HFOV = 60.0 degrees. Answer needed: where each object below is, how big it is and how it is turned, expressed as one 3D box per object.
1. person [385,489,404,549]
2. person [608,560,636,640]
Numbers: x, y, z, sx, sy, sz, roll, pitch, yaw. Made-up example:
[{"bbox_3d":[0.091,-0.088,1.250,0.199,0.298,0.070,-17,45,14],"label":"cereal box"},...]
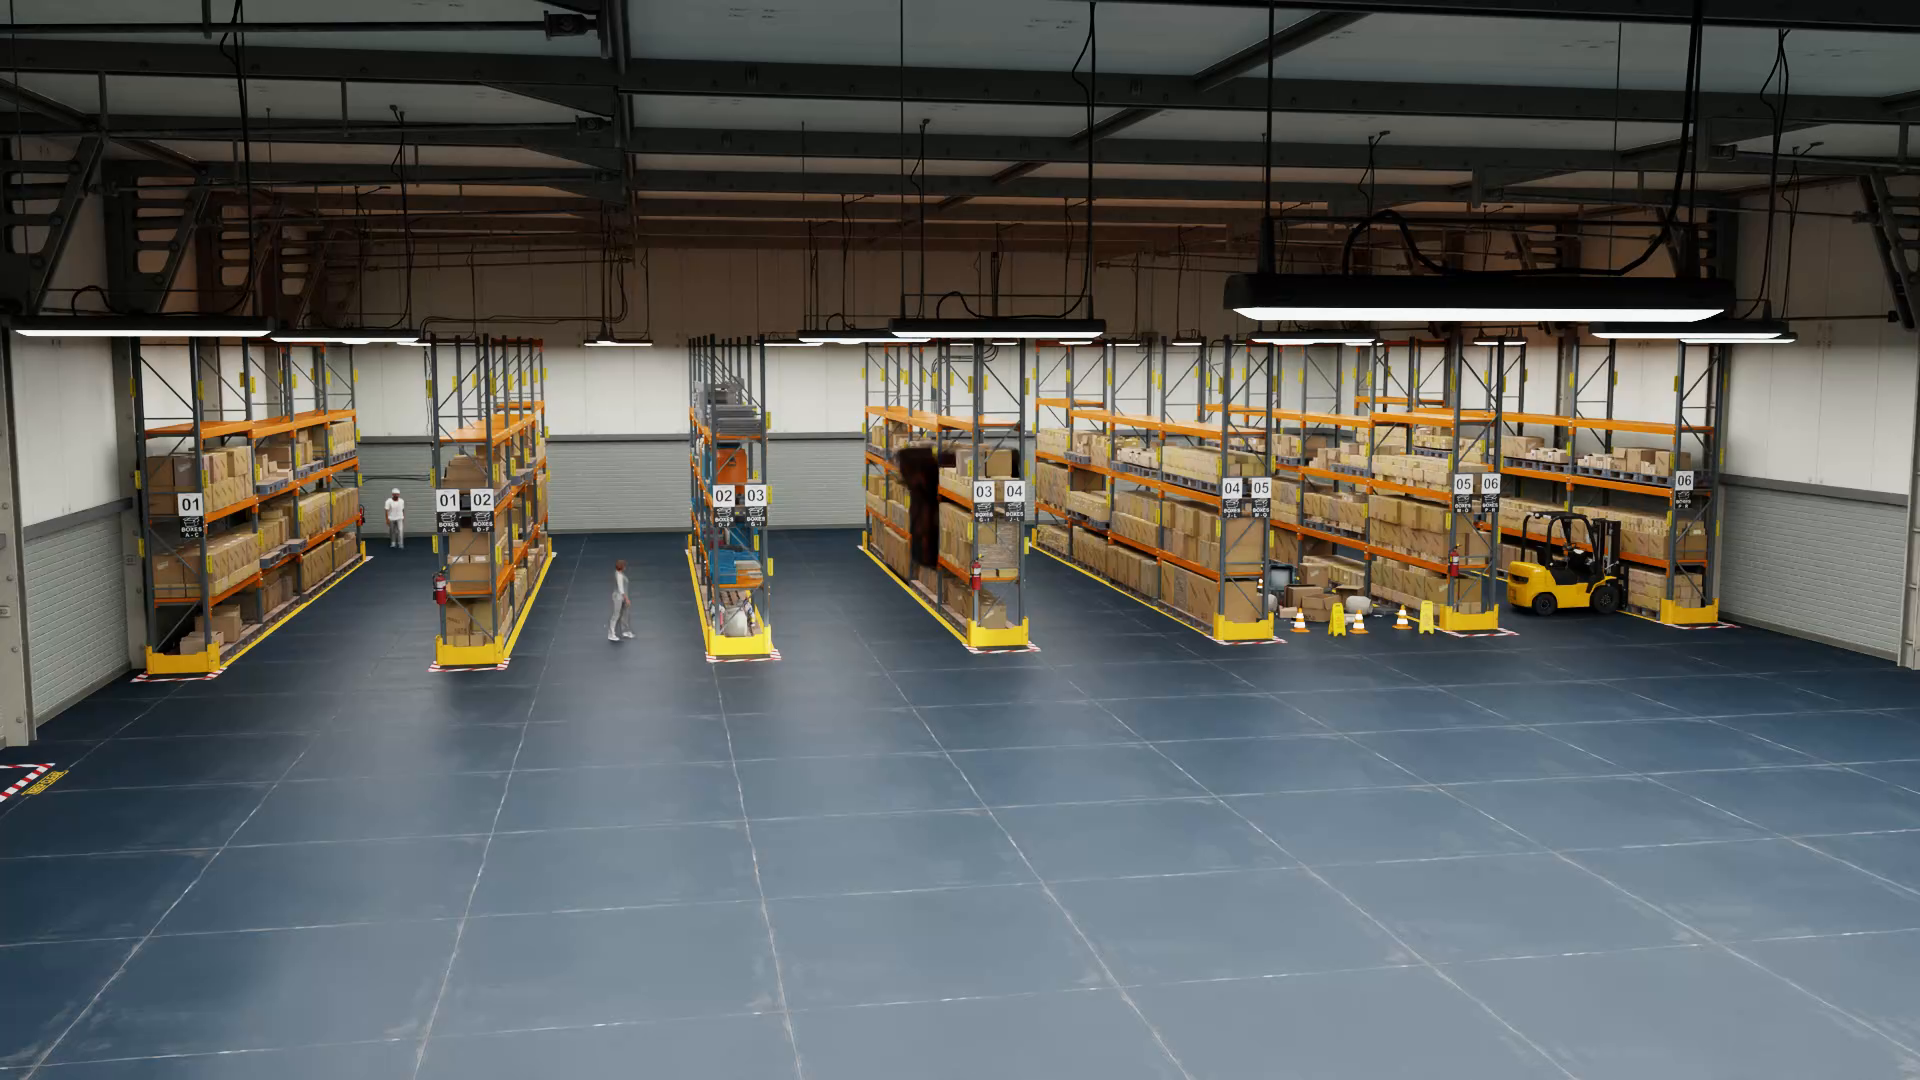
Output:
[{"bbox_3d":[-16.187,-0.605,47.625,0.534,1.709,1.051,-2,7,-19],"label":"person"},{"bbox_3d":[-6.719,1.189,32.936,0.501,1.601,0.582,0,7,0],"label":"person"}]
